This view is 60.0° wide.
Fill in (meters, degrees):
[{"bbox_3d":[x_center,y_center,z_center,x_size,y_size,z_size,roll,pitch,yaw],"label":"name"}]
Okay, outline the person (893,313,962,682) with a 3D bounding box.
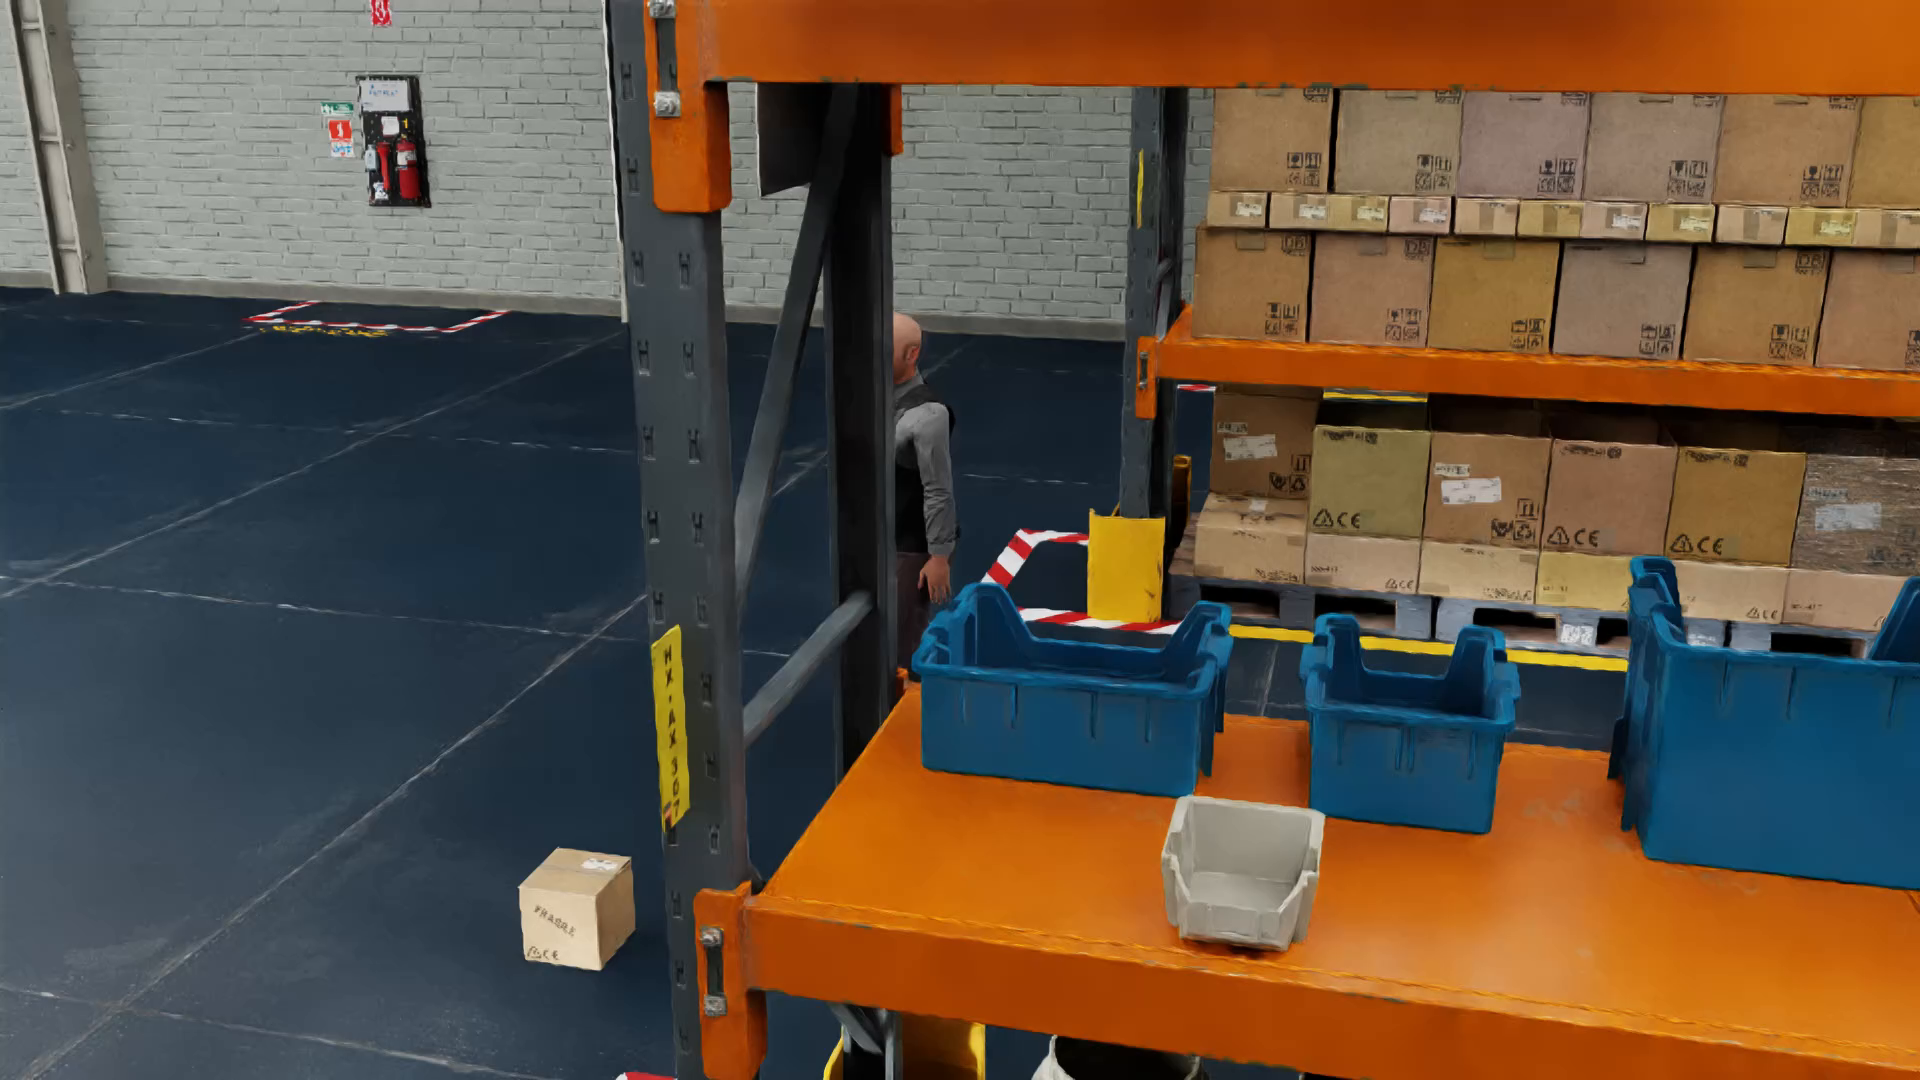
[{"bbox_3d":[-0.129,0.002,6.093,0.545,1.709,0.579,-6,19,-19],"label":"person"}]
